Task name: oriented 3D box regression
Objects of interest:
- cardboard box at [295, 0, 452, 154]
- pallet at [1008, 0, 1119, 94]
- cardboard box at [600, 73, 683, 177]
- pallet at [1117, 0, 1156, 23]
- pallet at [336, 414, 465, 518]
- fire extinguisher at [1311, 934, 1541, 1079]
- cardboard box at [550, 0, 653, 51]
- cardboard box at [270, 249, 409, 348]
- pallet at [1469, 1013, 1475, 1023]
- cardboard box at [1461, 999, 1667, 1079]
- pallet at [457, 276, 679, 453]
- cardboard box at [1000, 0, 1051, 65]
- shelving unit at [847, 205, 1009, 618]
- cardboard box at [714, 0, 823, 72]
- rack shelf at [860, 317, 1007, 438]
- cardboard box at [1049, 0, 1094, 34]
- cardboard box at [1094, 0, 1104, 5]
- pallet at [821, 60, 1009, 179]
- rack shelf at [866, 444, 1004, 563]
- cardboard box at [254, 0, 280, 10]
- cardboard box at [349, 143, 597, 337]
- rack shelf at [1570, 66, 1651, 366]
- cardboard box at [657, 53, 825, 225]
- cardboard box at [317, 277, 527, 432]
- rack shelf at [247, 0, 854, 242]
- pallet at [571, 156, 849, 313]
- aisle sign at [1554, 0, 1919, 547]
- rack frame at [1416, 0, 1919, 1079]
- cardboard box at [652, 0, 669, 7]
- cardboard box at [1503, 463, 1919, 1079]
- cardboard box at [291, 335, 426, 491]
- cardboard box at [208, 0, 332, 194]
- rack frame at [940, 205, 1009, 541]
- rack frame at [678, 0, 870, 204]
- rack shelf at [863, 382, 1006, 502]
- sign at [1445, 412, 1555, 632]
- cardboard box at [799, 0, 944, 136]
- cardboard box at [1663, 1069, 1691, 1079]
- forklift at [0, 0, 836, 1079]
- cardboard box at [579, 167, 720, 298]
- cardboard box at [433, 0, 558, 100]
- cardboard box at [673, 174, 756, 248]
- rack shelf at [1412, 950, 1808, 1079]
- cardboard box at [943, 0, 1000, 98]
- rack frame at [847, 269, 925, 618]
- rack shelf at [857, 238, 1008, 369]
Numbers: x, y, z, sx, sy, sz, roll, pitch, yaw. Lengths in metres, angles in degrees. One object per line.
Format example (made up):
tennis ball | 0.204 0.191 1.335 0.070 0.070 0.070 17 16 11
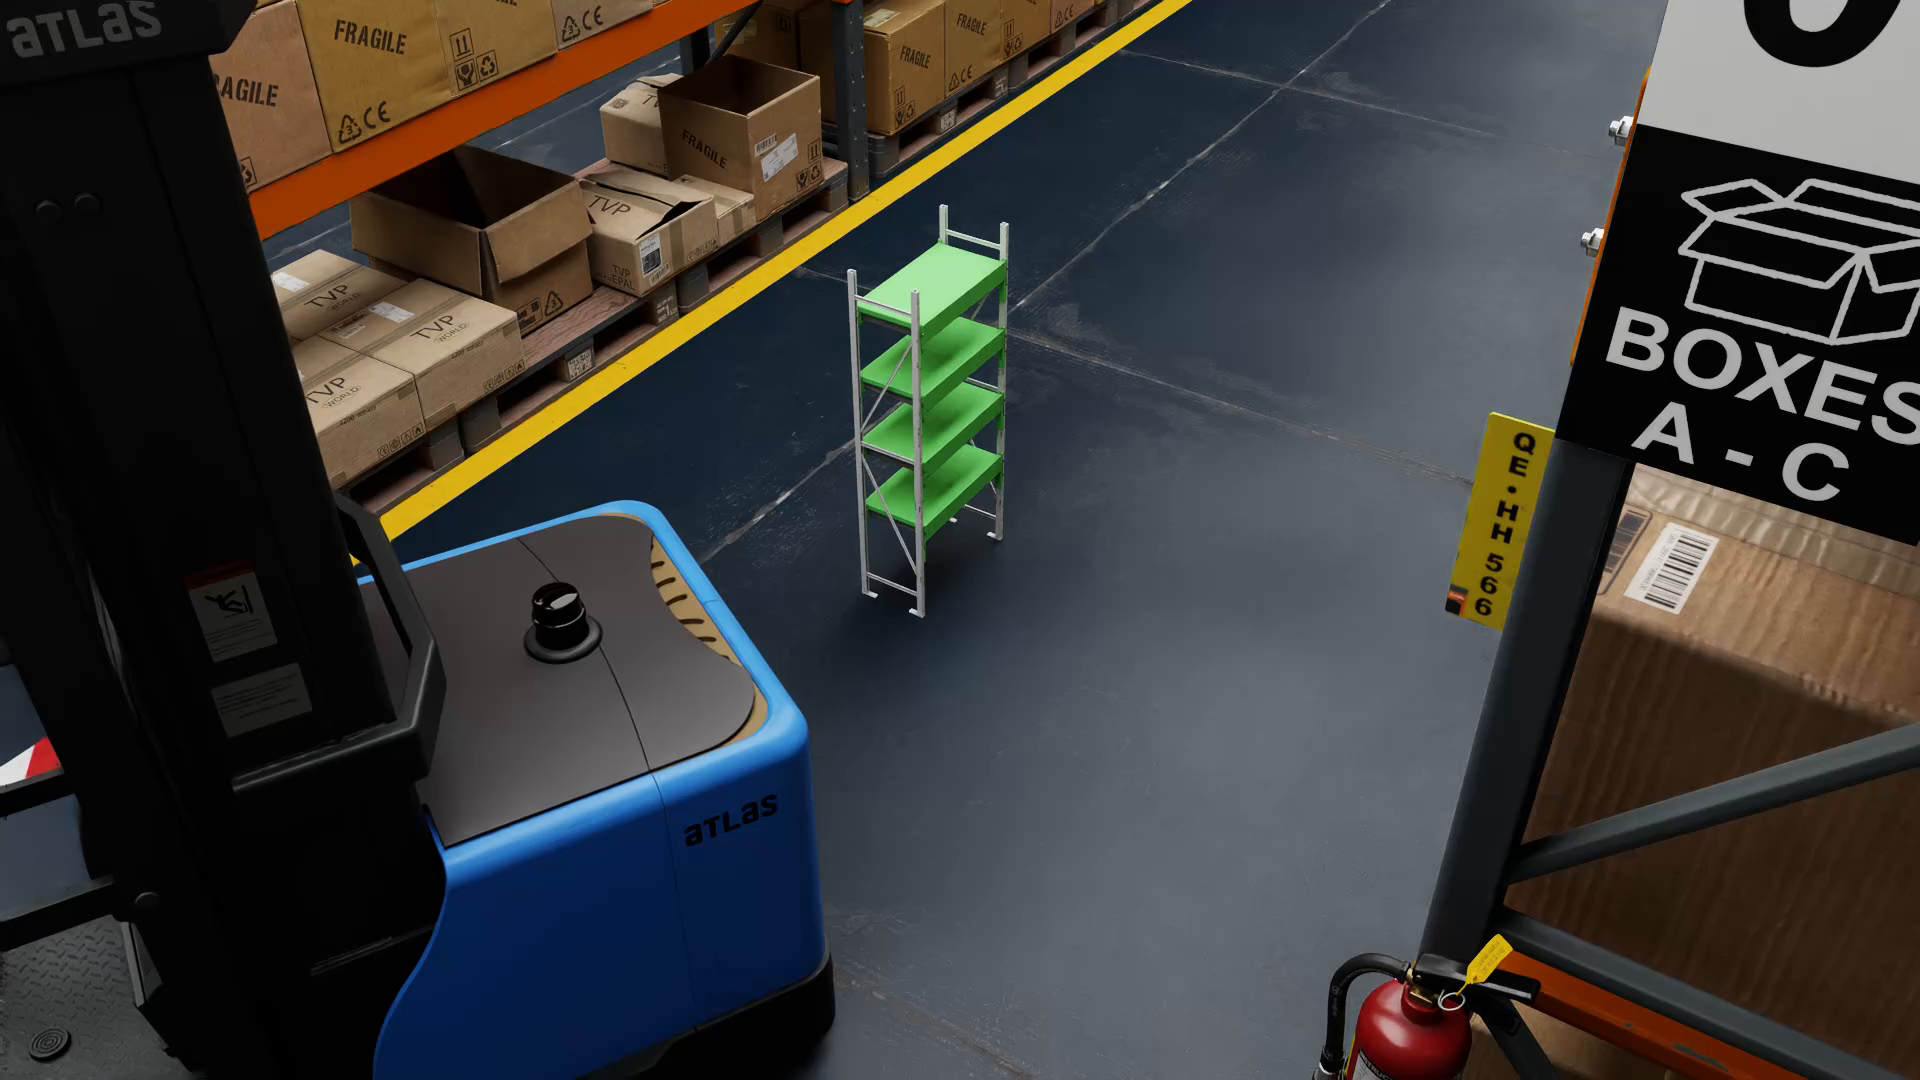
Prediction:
cardboard box | -2.020 -1.605 5.293 0.500 0.500 0.500 21 42 25
pallet | 0.176 -2.918 9.362 1.003 0.211 1.213 21 42 25
cardboard box | -1.288 -1.923 7.630 0.500 0.311 0.500 21 42 25
pallet | 0.831 -3.544 10.175 1.003 0.211 1.213 21 42 25
pallet | -2.557 -0.243 5.893 1.003 0.211 1.213 21 42 25
fire extinguisher | 0.691 0.826 2.590 0.296 0.674 0.183 21 42 25
cardboard box | -1.480 -2.125 5.968 0.500 0.500 0.500 22 43 26
cardboard box | -2.406 -0.823 6.253 0.500 0.250 0.500 21 42 25
pallet | 1.523 1.388 3.777 1.003 0.211 1.213 21 42 25
cardboard box | 1.452 1.151 3.503 0.700 0.500 0.500 21 42 25
pallet | -1.902 -0.870 6.705 1.003 0.211 1.213 21 42 25
cardboard box | 0.135 -2.847 8.673 0.500 0.500 0.500 22 43 26
shelving unit | -0.089 -0.390 5.273 0.258 1.200 0.503 21 42 25
cardboard box | -0.858 -2.492 8.212 0.500 0.500 0.500 21 42 25
rack shelf | -0.089 -0.529 5.165 0.258 0.148 0.480 21 42 25
cardboard box | 0.406 -3.107 9.011 0.500 0.500 0.500 20 42 23
cardboard box | 0.682 -3.380 9.365 0.500 0.500 0.500 20 42 24
pallet | -0.477 -2.287 8.543 1.003 0.211 1.213 21 42 25
rack shelf | -0.089 -0.149 5.459 0.258 0.148 0.480 21 42 25
cardboard box | -2.290 -1.747 4.659 0.500 0.500 0.500 22 43 26
cardboard box | -1.883 -1.175 6.501 0.797 0.503 0.637 21 42 25
rack shelf | 2.233 -1.213 2.999 1.077 0.370 4.000 21 42 25
cardboard box | -0.946 -1.757 7.259 0.500 0.500 0.500 21 42 25
cardboard box | -1.957 -0.686 6.074 0.500 0.250 0.500 21 42 25
rack shelf | -1.952 -1.643 6.014 1.077 0.370 4.000 21 42 25
pallet | -1.249 -1.501 7.525 1.003 0.211 1.213 21 42 25
aisle sign | 0.869 -0.369 1.643 0.394 0.787 0.004 21 42 25
rack frame | 1.158 0.720 2.359 0.949 2.616 0.053 21 42 25
cardboard box | -1.207 -2.391 6.313 0.500 0.500 0.500 22 43 26
cardboard box | 1.426 0.336 2.611 0.980 0.700 0.700 23 43 27
cardboard box | -2.225 -0.428 5.740 0.500 0.250 0.500 21 42 25
cardboard box | -2.291 -1.347 4.959 0.500 0.500 0.500 21 42 25
rack frame | 0.042 -0.516 5.436 0.240 1.200 0.015 21 42 25
rack frame | -0.881 -2.959 7.132 1.000 3.000 0.127 21 42 25
rack shelf | -0.089 -0.339 5.312 0.258 0.148 0.480 21 42 25
sign | 0.710 -0.016 2.171 0.100 0.325 0.005 21 42 25
cardboard box | -0.416 -2.313 7.981 0.500 0.500 0.500 19 42 23
cardboard box | 1.554 1.024 3.137 0.380 0.149 0.250 21 43 25
forklift | -1.847 0.263 3.008 3.031 2.935 1.130 -19 41 -23
cardboard box | -1.348 -1.296 6.816 0.500 0.311 0.500 21 42 25
cardboard box | -1.751 -1.862 5.627 0.500 0.500 0.500 22 43 26
cardboard box | -1.097 -1.405 7.090 0.380 0.149 0.250 21 42 25
rack shelf | 2.233 -0.025 3.915 1.077 0.370 4.000 21 42 25
cardboard box | -0.139 -2.592 8.342 0.500 0.500 0.500 22 43 26
rack frame | -0.219 -0.264 5.110 0.240 1.200 0.015 21 42 25
rack shelf | -0.089 -0.719 5.019 0.258 0.148 0.480 21 42 25
